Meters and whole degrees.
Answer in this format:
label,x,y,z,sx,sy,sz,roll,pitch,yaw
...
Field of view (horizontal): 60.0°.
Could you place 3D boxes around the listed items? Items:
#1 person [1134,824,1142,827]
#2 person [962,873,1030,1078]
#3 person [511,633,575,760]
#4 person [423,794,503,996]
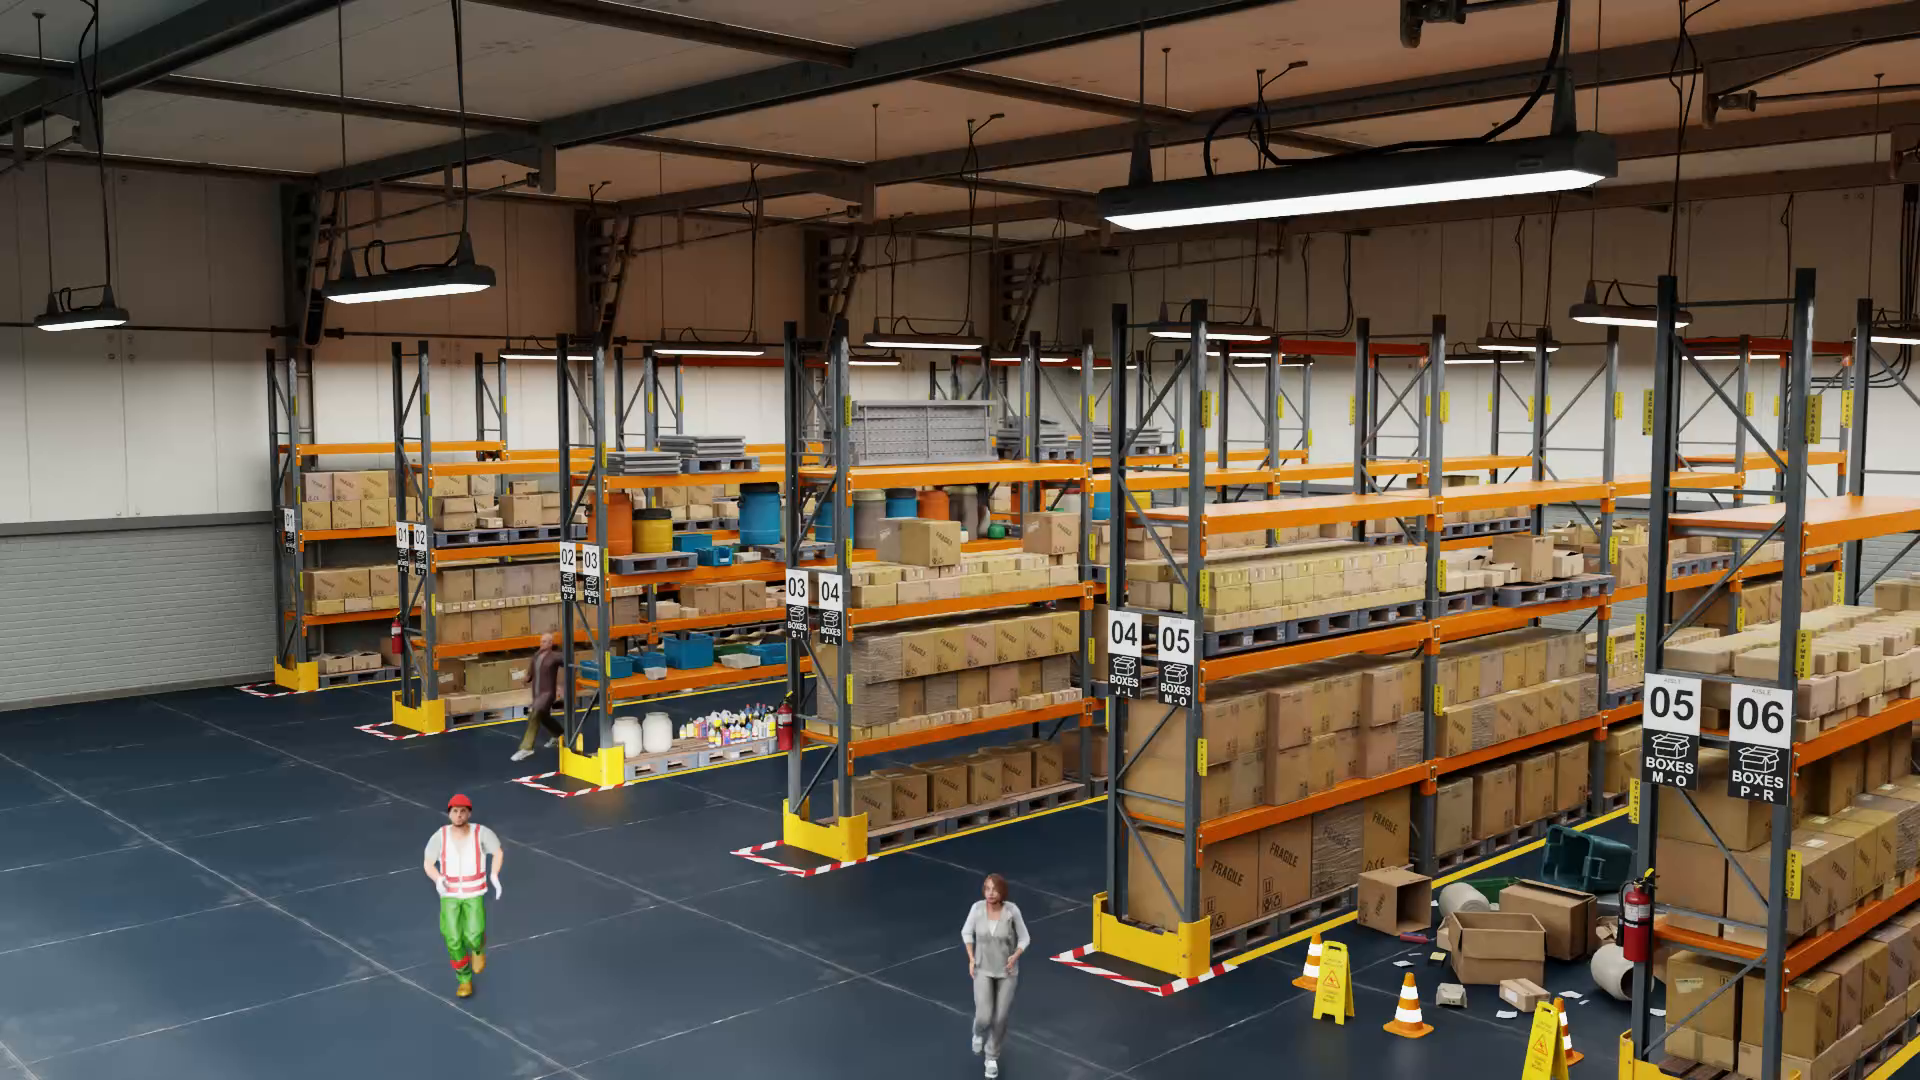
label,x,y,z,sx,sy,sz,roll,pitch,yaw
person,2.113,2.736,18.555,0.615,1.647,0.555,4,6,36
person,0.268,3.302,12.632,0.525,1.569,0.561,0,5,3
person,-5.949,2.211,23.788,0.758,1.764,1.068,4,6,40
person,-4.290,3.060,14.345,0.655,1.740,0.594,-1,5,-11
